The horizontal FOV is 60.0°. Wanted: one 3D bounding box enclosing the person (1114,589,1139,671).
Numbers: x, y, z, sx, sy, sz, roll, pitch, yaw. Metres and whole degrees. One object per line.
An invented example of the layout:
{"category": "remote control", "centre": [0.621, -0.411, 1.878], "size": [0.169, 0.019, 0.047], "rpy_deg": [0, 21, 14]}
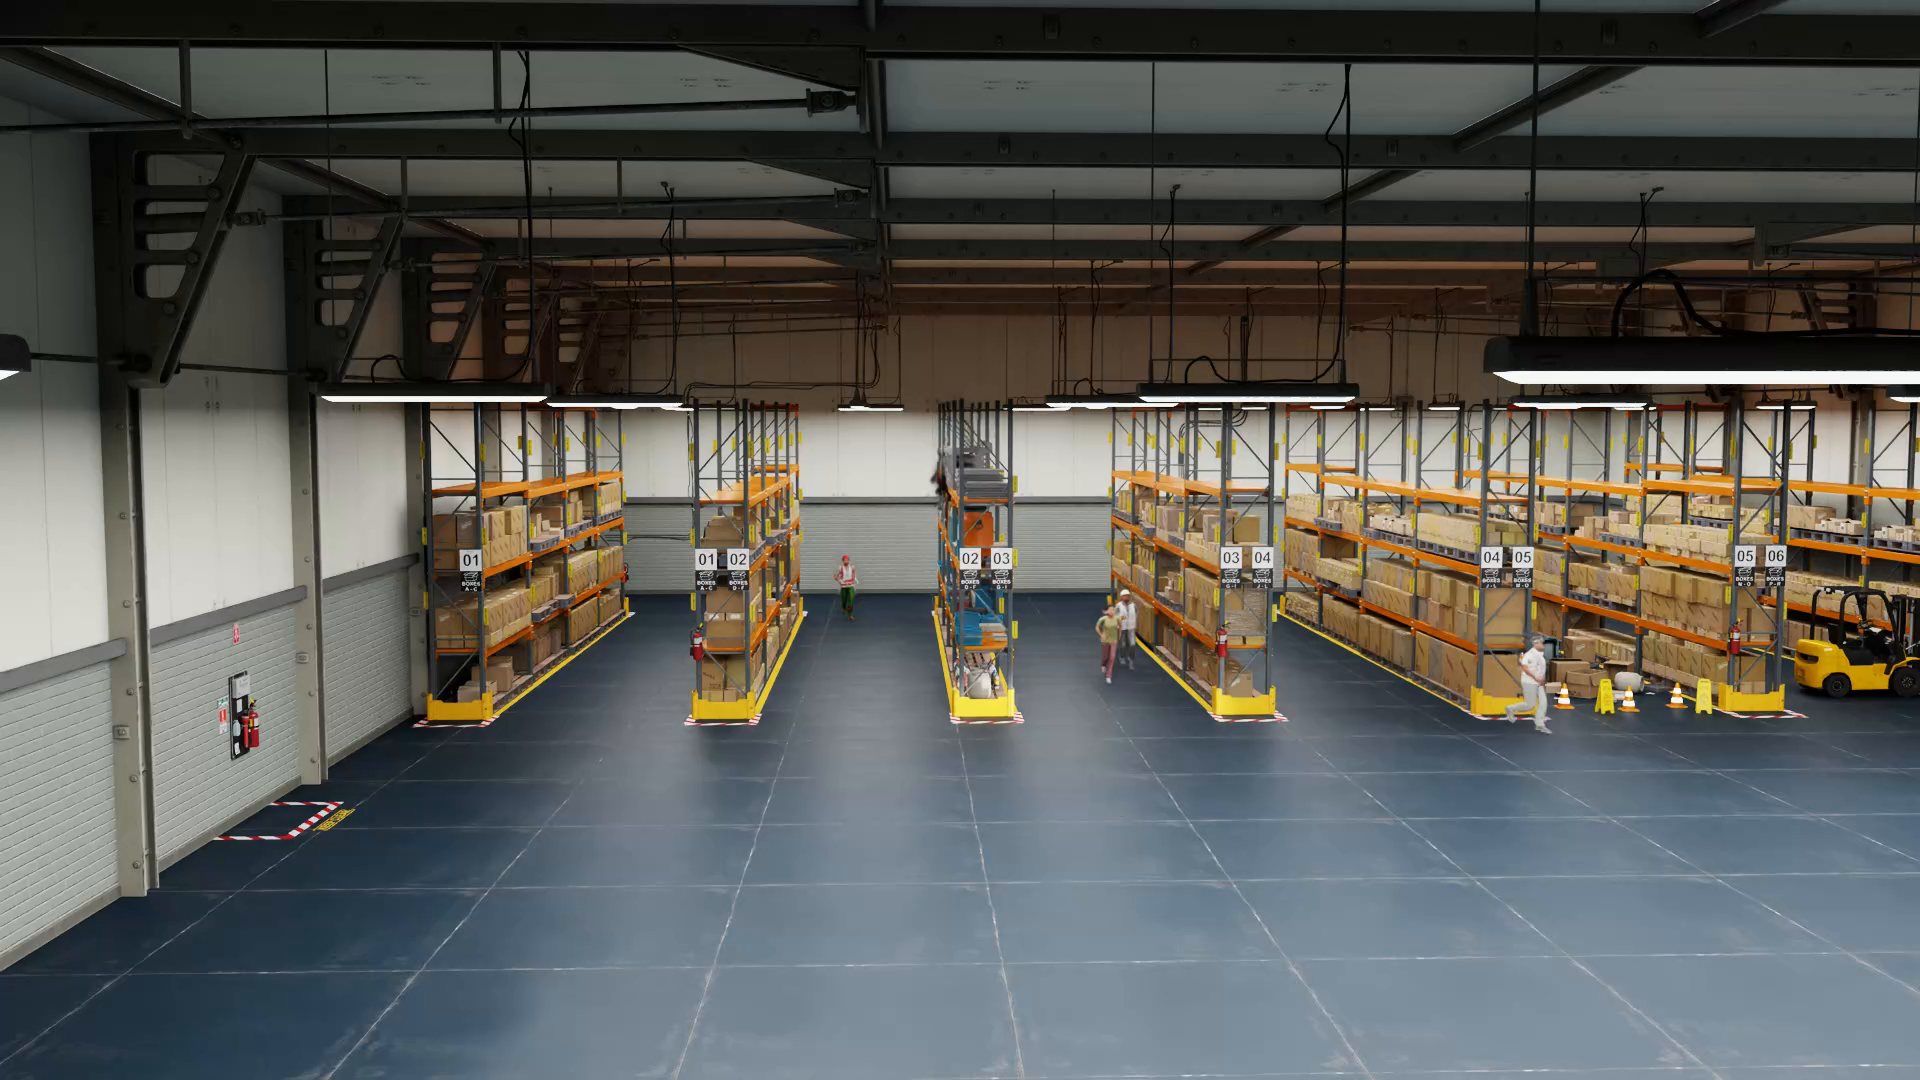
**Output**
{"category": "person", "centre": [3.722, 2.016, 37.299], "size": [0.638, 1.835, 0.777], "rpy_deg": [0, 4, -3]}

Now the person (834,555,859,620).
{"category": "person", "centre": [-3.171, 1.315, 46.430], "size": [0.682, 1.786, 0.960], "rpy_deg": [-1, 4, -13]}

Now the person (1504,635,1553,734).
{"category": "person", "centre": [10.318, 2.578, 30.060], "size": [0.881, 1.773, 0.688], "rpy_deg": [3, 6, 38]}

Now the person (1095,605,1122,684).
{"category": "person", "centre": [3.205, 2.198, 35.709], "size": [0.603, 1.658, 0.889], "rpy_deg": [-1, 4, -7]}
